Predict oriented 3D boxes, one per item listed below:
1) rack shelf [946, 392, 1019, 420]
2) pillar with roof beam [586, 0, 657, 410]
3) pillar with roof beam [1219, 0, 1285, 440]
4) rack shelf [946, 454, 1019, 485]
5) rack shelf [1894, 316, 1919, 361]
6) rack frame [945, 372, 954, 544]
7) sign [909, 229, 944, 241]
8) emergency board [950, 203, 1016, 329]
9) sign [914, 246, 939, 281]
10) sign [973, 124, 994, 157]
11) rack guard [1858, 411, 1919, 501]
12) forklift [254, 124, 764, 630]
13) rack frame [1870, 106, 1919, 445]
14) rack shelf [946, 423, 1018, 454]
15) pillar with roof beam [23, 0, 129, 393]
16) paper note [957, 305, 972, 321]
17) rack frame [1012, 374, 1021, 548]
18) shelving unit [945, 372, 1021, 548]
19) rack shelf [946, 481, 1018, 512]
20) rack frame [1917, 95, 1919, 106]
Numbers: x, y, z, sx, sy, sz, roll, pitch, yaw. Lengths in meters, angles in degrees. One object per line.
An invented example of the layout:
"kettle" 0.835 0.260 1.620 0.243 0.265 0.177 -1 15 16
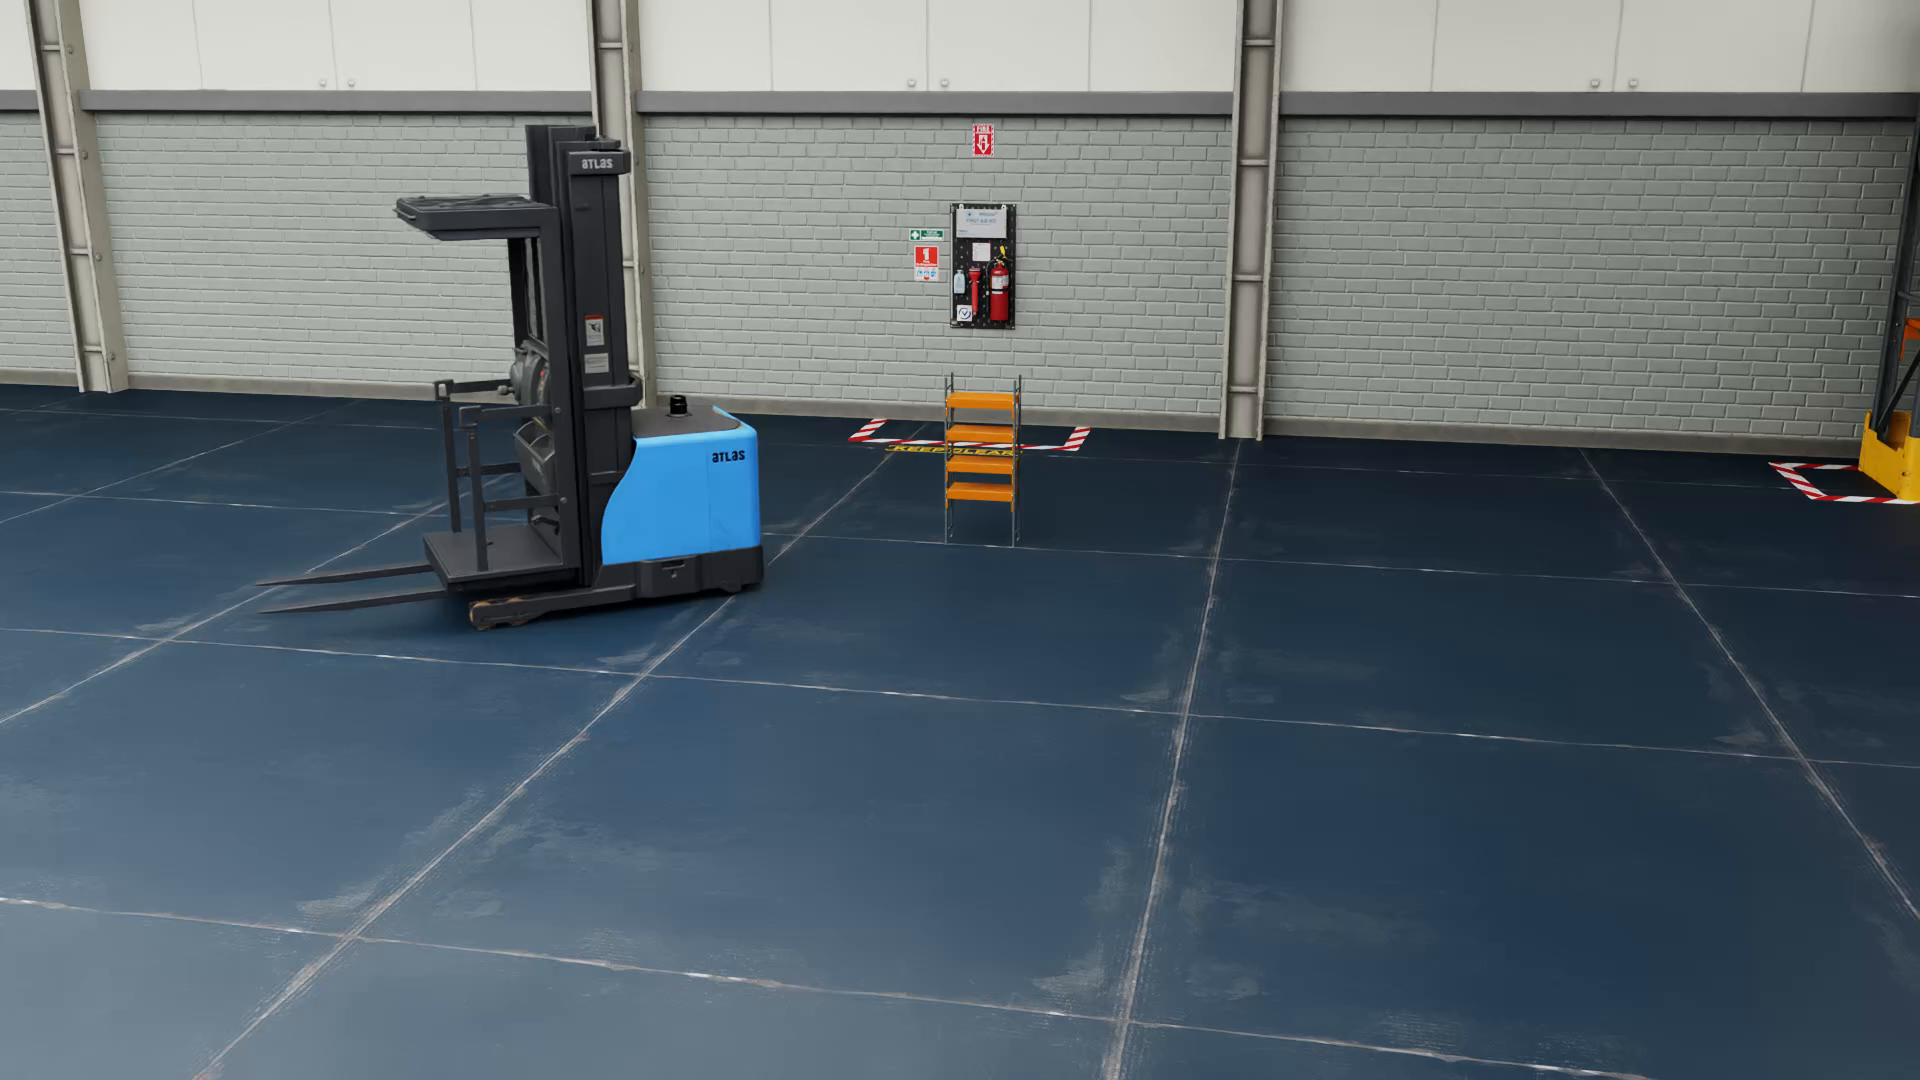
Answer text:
"rack shelf" 0.162 -0.948 11.695 0.480 0.148 0.258 3 16 11
"pillar with roof beam" -4.121 -4.497 11.368 0.400 9.000 9.100 3 16 11
"pillar with roof beam" 1.759 -4.177 10.216 0.400 9.000 9.100 3 16 11
"rack shelf" 0.162 -0.505 11.818 0.480 0.148 0.258 3 16 11
"rack shelf" 9.598 -1.451 12.959 4.000 0.370 1.077 3 16 11
"rack frame" -0.077 -0.582 11.847 0.015 1.200 0.240 3 16 11
"sign" -0.316 -2.880 15.712 0.331 0.109 0.001 3 16 11
"emergency board" 0.203 -2.554 15.593 0.643 1.169 0.194 3 16 11
"sign" -0.319 -2.628 15.792 0.234 0.329 0.001 3 16 11
"sign" 0.215 -3.698 15.379 0.199 0.298 0.001 3 16 11
"rack guard" 7.713 -0.696 13.567 0.348 0.500 1.175 3 16 11
"forklift" -2.832 -1.031 10.224 3.031 2.935 1.130 -7 17 -24
"rack frame" 7.638 -1.904 13.247 0.127 3.000 1.000 3 16 11
"rack shelf" 0.162 -0.720 11.758 0.480 0.148 0.258 3 16 11
"pillar with roof beam" -10.000 -4.816 12.520 0.400 9.000 9.100 3 16 11
"paper note" 0.043 -2.157 15.810 0.142 0.148 0.016 3 16 11
"rack frame" 0.401 -0.556 11.753 0.015 1.200 0.240 3 16 11
"shelving unit" 0.162 -0.569 11.800 0.503 1.200 0.258 3 16 11
"rack shelf" 0.162 -0.313 11.871 0.480 0.148 0.258 3 16 11
"rack frame" 7.638 -4.795 12.447 0.127 3.000 1.000 3 16 11
